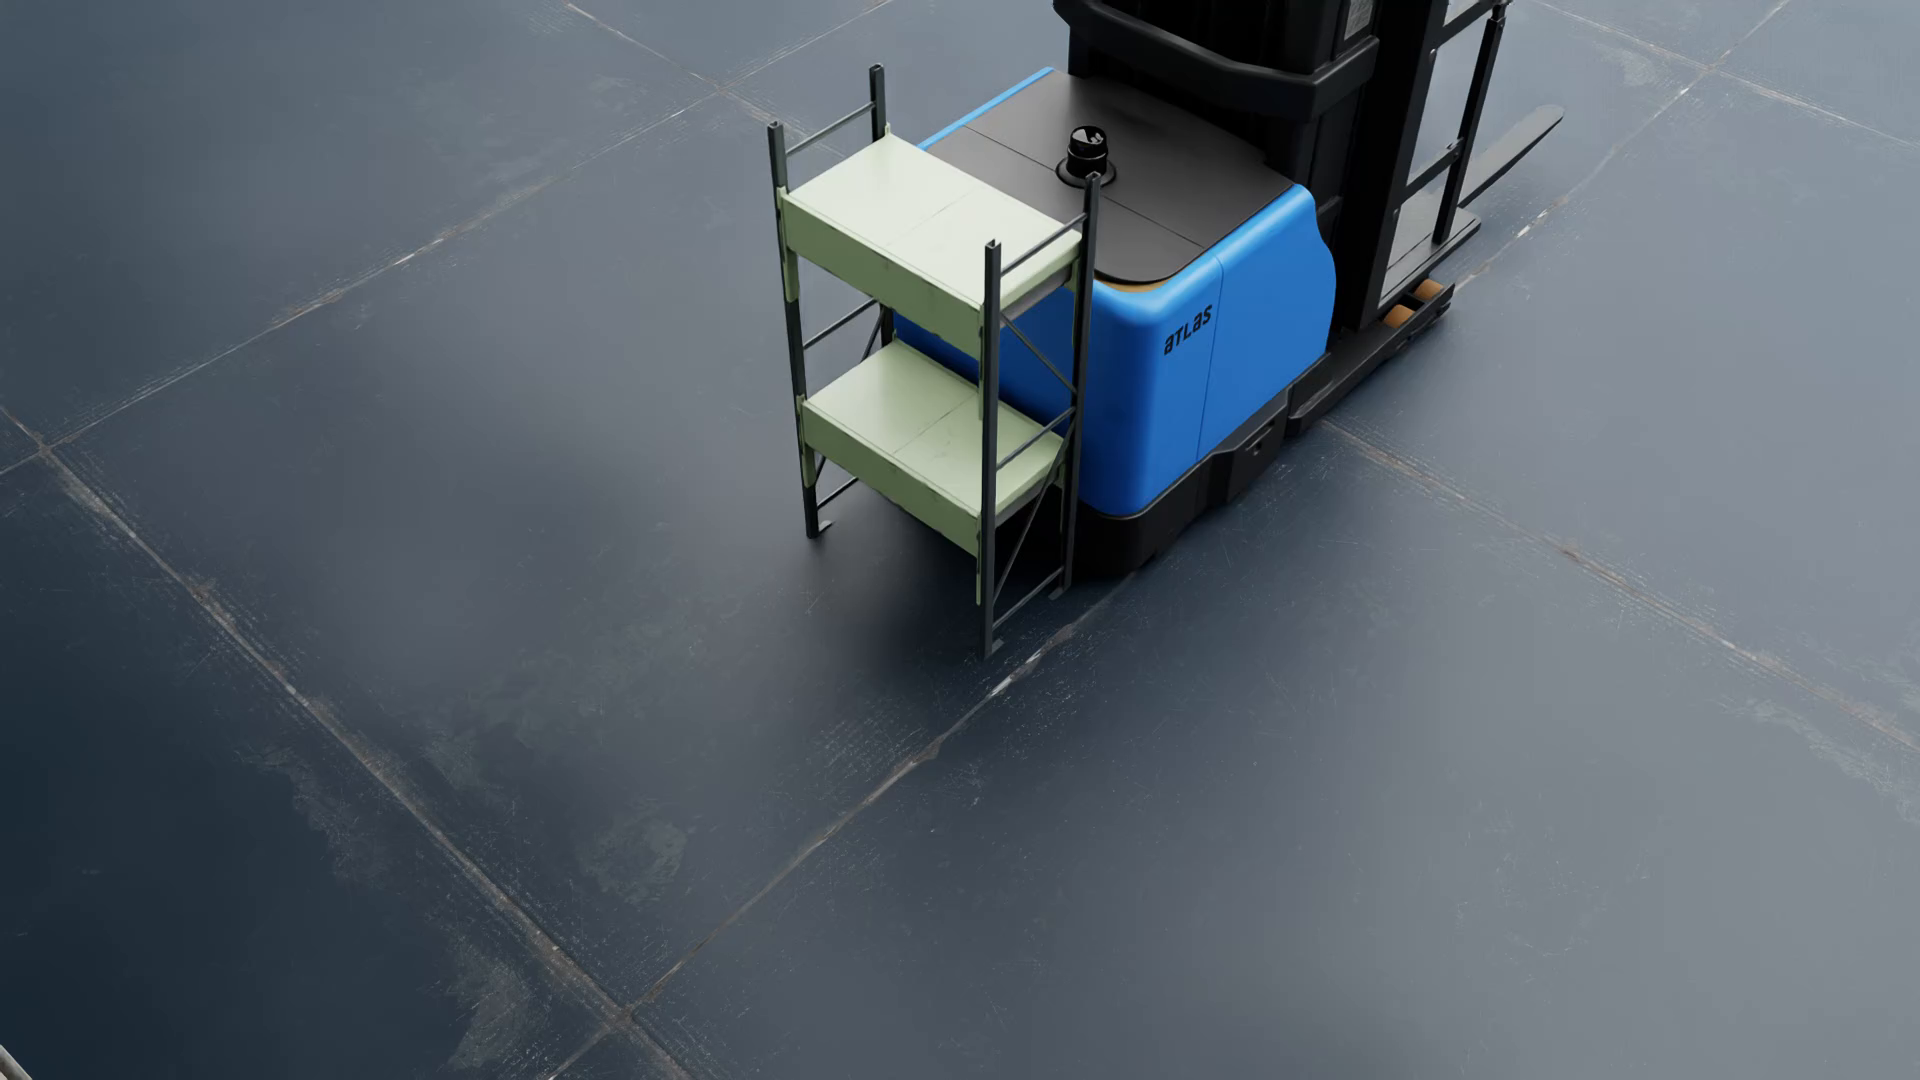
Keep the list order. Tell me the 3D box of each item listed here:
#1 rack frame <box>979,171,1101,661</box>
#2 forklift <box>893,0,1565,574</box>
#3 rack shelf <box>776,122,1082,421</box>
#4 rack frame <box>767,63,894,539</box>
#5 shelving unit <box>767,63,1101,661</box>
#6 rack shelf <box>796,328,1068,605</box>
[{"bbox_3d":[0.199,-0.269,4.474,0.023,1.500,0.400,34,55,27],"label":"rack frame"},{"bbox_3d":[1.110,-1.890,5.014,1.130,2.935,3.031,34,55,27],"label":"forklift"},{"bbox_3d":[-0.071,-0.716,4.358,0.720,0.370,0.431,34,55,27],"label":"rack shelf"},{"bbox_3d":[-0.342,-0.628,4.811,0.023,1.500,0.400,34,55,27],"label":"rack frame"},{"bbox_3d":[-0.071,-0.449,4.642,0.755,1.500,0.431,34,55,27],"label":"shelving unit"},{"bbox_3d":[-0.071,-0.225,4.880,0.720,0.370,0.431,34,55,27],"label":"rack shelf"}]
